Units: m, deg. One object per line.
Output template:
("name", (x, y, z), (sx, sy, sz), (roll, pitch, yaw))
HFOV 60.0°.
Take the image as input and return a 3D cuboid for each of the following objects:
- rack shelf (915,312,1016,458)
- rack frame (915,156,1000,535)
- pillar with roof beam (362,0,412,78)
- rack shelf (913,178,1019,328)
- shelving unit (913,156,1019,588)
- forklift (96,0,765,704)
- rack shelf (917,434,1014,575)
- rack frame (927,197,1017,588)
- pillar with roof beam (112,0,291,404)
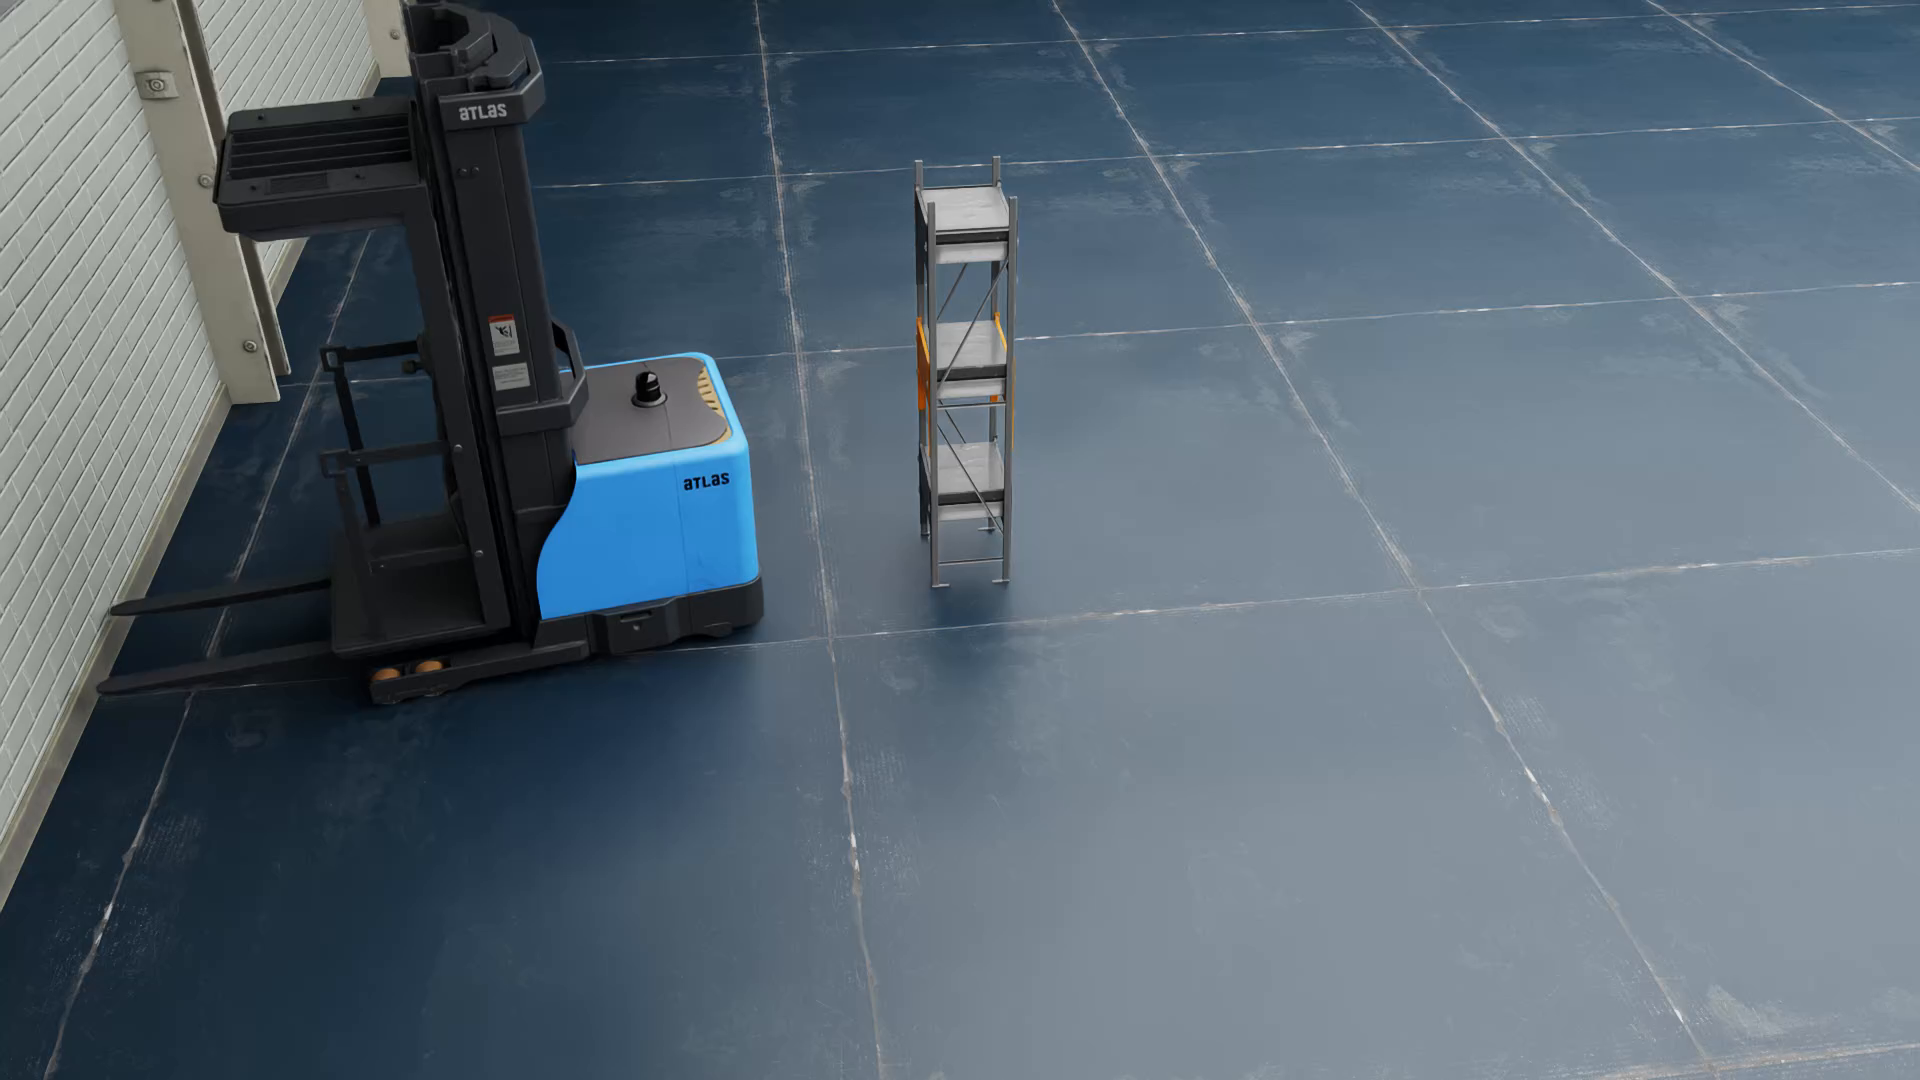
("rack shelf", (0.022, -0.764, 8.159), (0.431, 0.518, 0.480), (-4, 35, -6))
("rack frame", (-0.011, -0.911, 8.352), (0.400, 2.100, 0.015), (-4, 35, -6))
("pillar with roof beam", (-0.866, -8.335, 13.119), (9.100, 9.000, 0.400), (-4, 35, -6))
("rack shelf", (0.022, -1.342, 7.765), (0.431, 0.518, 0.480), (-4, 35, -6))
("shelving unit", (0.022, -0.775, 8.152), (0.431, 2.100, 0.503), (-4, 35, -6))
("forklift", (-2.542, -0.779, 7.418), (3.031, 2.935, 1.130), (-10, 36, -14))
("rack shelf", (0.022, -0.186, 8.554), (0.431, 0.518, 0.480), (-4, 35, -6))
("rack frame", (0.055, -0.639, 7.952), (0.400, 2.100, 0.015), (-4, 35, -6))
("pillar with roof beam", (-0.059, -4.987, 8.206), (9.100, 9.000, 0.400), (-4, 35, -6))
